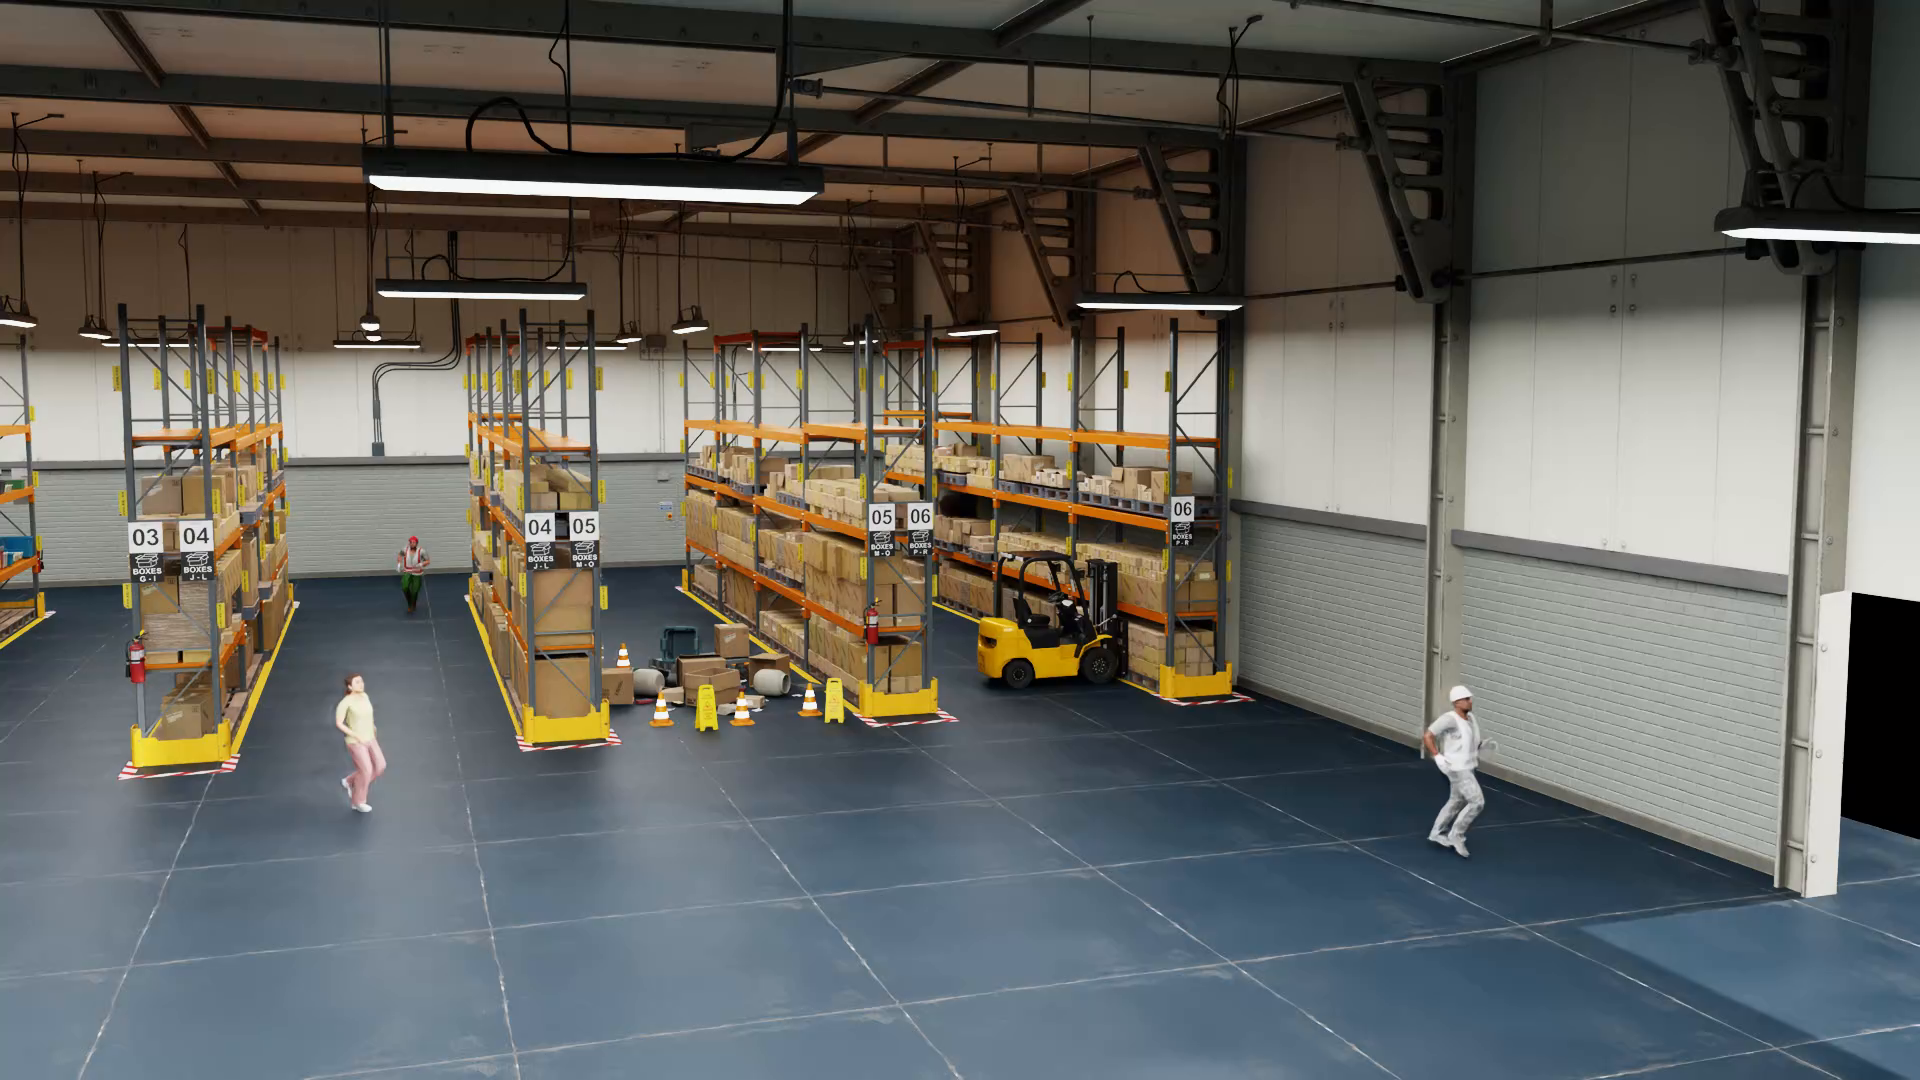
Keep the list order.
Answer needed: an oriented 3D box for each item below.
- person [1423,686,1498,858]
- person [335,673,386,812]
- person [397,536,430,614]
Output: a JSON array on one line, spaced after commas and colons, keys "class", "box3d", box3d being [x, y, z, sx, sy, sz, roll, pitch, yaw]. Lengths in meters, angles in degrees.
[{"class": "person", "box3d": [5.328, 2.448, 17.639, 0.725, 1.806, 0.656, 4, 7, 37]}, {"class": "person", "box3d": [-7.021, 2.356, 19.440, 0.535, 1.633, 0.584, 2, 6, 22]}, {"class": "person", "box3d": [-11.853, 0.746, 36.114, 0.705, 1.721, 0.784, -1, 6, -10]}]
